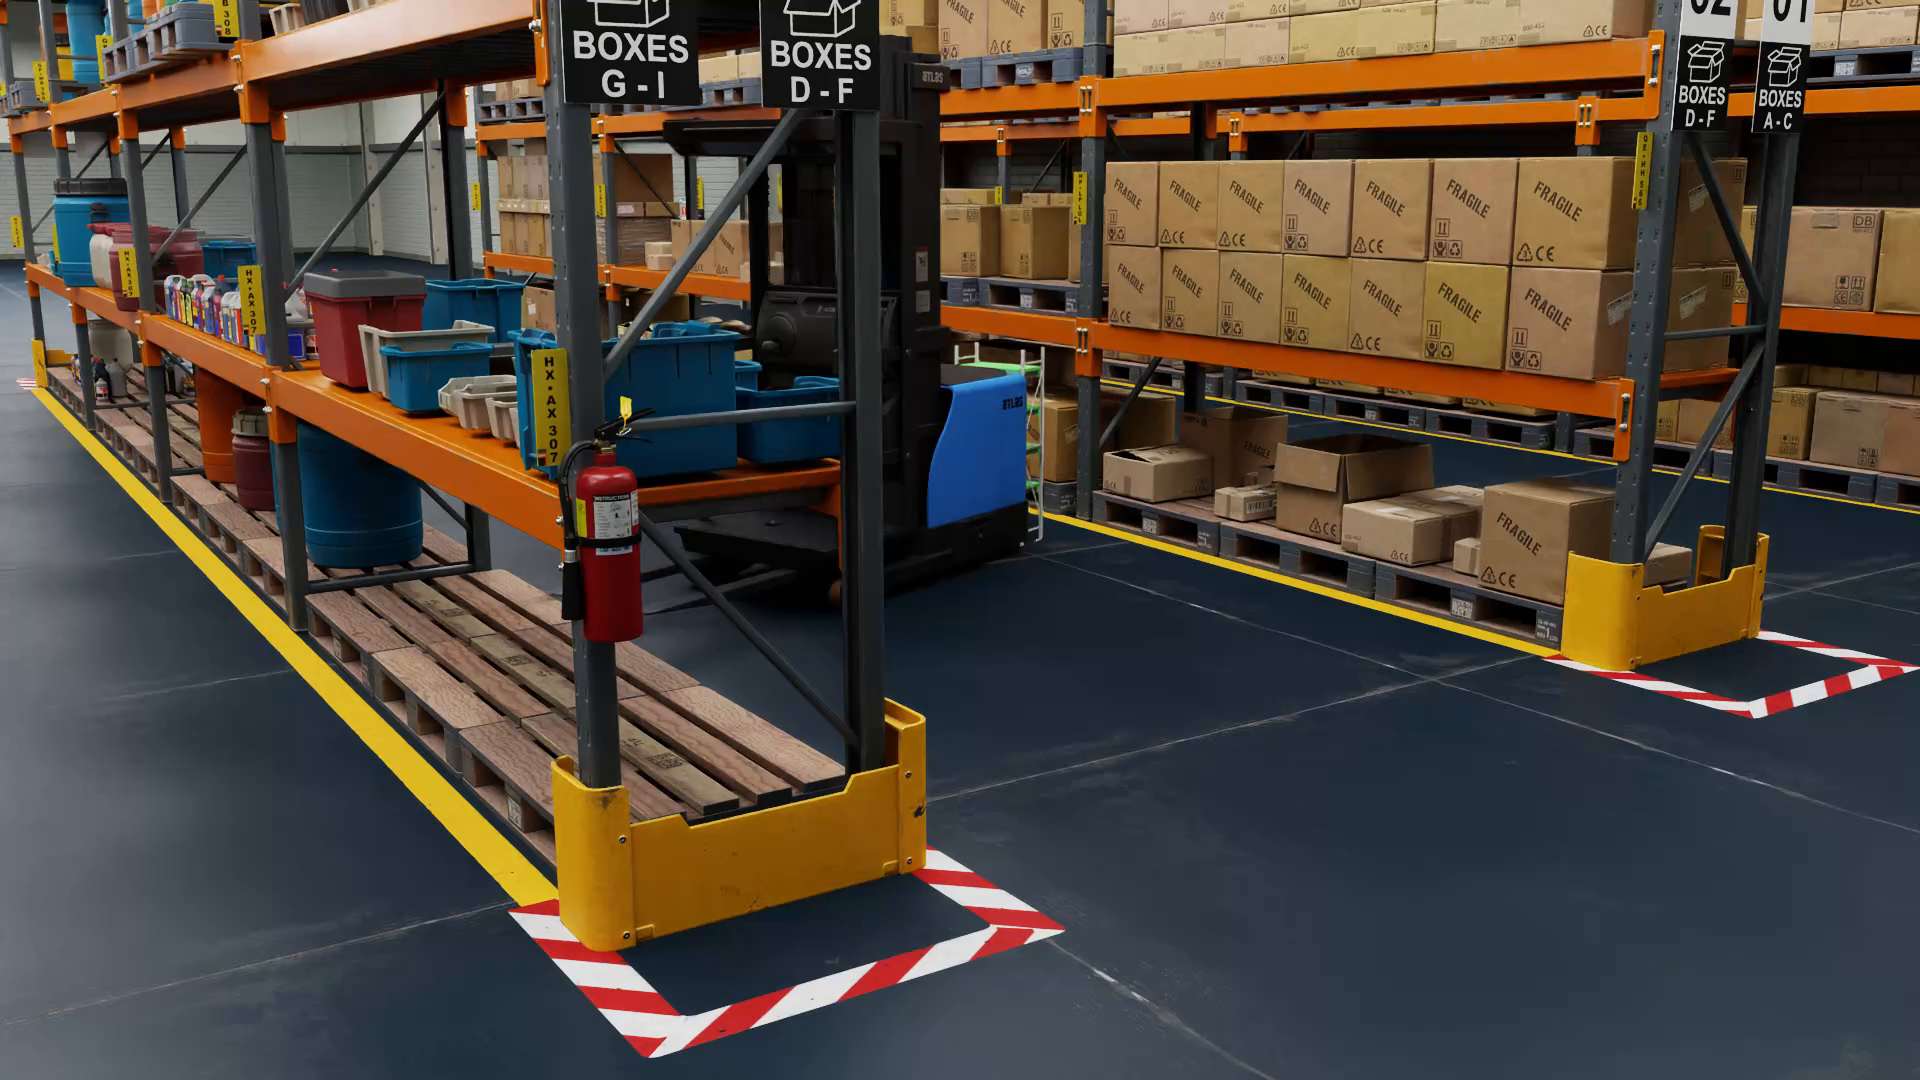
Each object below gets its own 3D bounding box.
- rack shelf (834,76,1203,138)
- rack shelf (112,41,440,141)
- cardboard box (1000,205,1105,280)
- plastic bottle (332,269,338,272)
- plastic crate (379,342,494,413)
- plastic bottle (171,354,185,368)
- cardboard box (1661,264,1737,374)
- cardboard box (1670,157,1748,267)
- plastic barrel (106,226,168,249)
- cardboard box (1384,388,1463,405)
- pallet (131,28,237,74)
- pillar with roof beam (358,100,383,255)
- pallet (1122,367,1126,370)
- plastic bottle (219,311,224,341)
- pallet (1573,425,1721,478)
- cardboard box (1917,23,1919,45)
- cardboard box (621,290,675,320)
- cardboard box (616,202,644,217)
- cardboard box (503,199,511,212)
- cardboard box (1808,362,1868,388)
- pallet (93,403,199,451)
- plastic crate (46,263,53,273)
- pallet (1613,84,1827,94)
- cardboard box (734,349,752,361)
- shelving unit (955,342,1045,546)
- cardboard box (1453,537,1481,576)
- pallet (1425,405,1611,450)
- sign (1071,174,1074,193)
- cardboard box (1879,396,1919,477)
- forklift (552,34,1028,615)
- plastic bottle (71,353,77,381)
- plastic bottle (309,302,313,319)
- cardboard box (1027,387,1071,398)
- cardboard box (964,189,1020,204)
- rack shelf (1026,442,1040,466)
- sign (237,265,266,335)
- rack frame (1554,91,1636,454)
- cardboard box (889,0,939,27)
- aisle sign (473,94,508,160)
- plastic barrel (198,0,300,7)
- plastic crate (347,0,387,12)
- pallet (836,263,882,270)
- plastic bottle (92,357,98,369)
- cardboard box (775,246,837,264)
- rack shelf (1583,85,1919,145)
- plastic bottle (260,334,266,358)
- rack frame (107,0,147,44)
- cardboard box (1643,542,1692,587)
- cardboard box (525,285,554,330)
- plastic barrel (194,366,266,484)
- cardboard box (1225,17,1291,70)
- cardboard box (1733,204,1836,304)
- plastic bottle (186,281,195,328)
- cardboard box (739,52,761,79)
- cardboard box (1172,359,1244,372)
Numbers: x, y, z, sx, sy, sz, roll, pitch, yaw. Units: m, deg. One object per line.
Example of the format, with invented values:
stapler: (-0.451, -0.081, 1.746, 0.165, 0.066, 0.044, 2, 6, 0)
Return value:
rack shelf: (0.110, -3.125, 12.292, 1.077, 0.370, 4.000, -8, 15, -33)
rack shelf: (-4.016, -2.539, 9.614, 1.077, 0.370, 4.000, -8, 15, -33)
cardboard box: (0.708, -2.135, 11.885, 0.700, 0.500, 0.500, -6, 14, -24)
plastic bottle: (-3.858, -1.499, 10.310, 0.144, 0.351, 0.185, -8, 15, -33)
plastic crate: (-2.043, -0.641, 6.521, 0.416, 0.233, 0.300, -8, 15, -33)
plastic bottle: (-7.442, -1.606, 15.854, 0.144, 0.351, 0.185, -8, 14, -31)
cardboard box: (3.408, -1.103, 8.149, 0.500, 0.500, 0.500, -8, 15, -32)
cardboard box: (3.408, -1.591, 8.042, 0.500, 0.500, 0.500, -8, 14, -31)
plastic barrel: (-6.347, -2.155, 12.877, 0.433, 0.535, 0.433, 0, 12, 0)
cardboard box: (4.376, -1.655, 14.958, 0.750, 0.750, 0.750, -8, 14, -31)
pallet: (-4.054, -2.772, 9.436, 1.003, 0.211, 1.213, -8, 15, -33)
pillar with roof beam: (-20.406, -12.111, 44.678, 9.100, 9.000, 0.548, -8, 15, -33)
pallet: (1.340, -2.164, 19.765, 1.003, 0.211, 1.213, -8, 15, -33)
plastic bottle: (-4.167, -1.241, 9.483, 0.097, 0.201, 0.097, 0, 12, 0)
pallet: (5.696, -0.735, 13.230, 1.003, 0.211, 1.213, -8, 15, -33)
cardboard box: (6.640, -3.368, 10.855, 0.500, 0.250, 0.500, -9, 15, -35)
cardboard box: (-3.495, -2.514, 18.533, 0.500, 0.500, 0.500, -8, 15, -33)
cardboard box: (-3.544, -3.467, 17.440, 0.380, 0.149, 0.250, -8, 15, -33)
cardboard box: (-5.244, -4.013, 19.939, 0.380, 0.149, 0.250, -9, 15, -34)
cardboard box: (6.477, -1.216, 12.251, 0.380, 0.149, 0.250, -8, 15, -34)
pallet: (-6.873, -0.995, 14.417, 1.003, 0.211, 1.213, -8, 15, -33)
plastic crate: (-8.451, -2.622, 15.949, 0.530, 0.136, 0.437, -8, 15, -33)
pallet: (5.784, -3.517, 12.611, 1.003, 0.211, 1.213, -8, 15, -33)
cardboard box: (-1.787, -1.658, 15.063, 0.500, 0.311, 0.500, -8, 15, -34)
shelving unit: (0.241, -0.600, 10.297, 0.503, 1.200, 0.258, 9, 15, 34)
cardboard box: (2.778, 0.075, 8.599, 0.380, 0.166, 0.250, -8, 15, -33)
pallet: (4.849, -1.008, 14.478, 1.003, 0.211, 1.213, -8, 15, -33)
sign: (1.367, -4.297, 20.279, 0.100, 0.325, 0.005, -8, 15, -33)
cardboard box: (6.807, -0.716, 11.484, 0.700, 0.500, 0.500, -8, 15, -33)
forklift: (-0.850, -1.176, 8.877, 1.130, 2.935, 3.031, 9, 15, 34)
plastic bottle: (-8.811, -1.726, 16.591, 0.097, 0.271, 0.097, 0, 12, 0)
plastic bottle: (-4.206, -1.547, 10.878, 0.097, 0.201, 0.097, 0, 12, 0)
cardboard box: (0.439, -0.792, 11.782, 0.500, 0.500, 0.500, -8, 15, -33)
cardboard box: (0.388, -4.015, 20.250, 0.500, 0.500, 0.500, -8, 15, -33)
rack shelf: (0.241, -0.538, 10.311, 0.480, 0.148, 0.258, 9, 15, 34)
sign: (-3.367, -1.140, 7.905, 0.100, 0.325, 0.005, -8, 15, -33)
rack frame: (5.340, -2.242, 13.593, 1.000, 3.000, 0.127, -8, 15, -33)
cardboard box: (-0.197, -4.109, 12.536, 0.500, 0.500, 0.500, -8, 15, -33)
aisle sign: (-5.722, -5.035, 20.278, 0.394, 0.787, 0.004, -8, 15, -33)
plastic barrel: (-3.583, -2.970, 8.478, 0.600, 0.588, 0.600, 0, 12, 0)
plastic crate: (-2.043, -2.033, 6.232, 0.437, 0.136, 0.530, -8, 15, -33)
pallet: (-0.565, -2.161, 13.669, 1.213, 0.211, 1.003, -8, 15, -33)
plastic bottle: (-8.043, -1.528, 15.497, 0.144, 0.351, 0.185, -9, 15, -36)
cardboard box: (-1.333, -2.505, 15.004, 0.500, 0.311, 0.500, -8, 15, -33)
rack shelf: (6.448, -3.000, 11.723, 1.077, 0.370, 4.000, -8, 15, -33)
plastic bottle: (-3.562, -1.080, 8.552, 0.061, 0.283, 0.133, -8, 15, -33)
rack frame: (-5.124, -4.712, 10.843, 1.000, 3.000, 0.127, -8, 15, -33)
cardboard box: (3.488, 0.119, 8.440, 0.380, 0.149, 0.250, -8, 15, -33)
cardboard box: (-4.753, -2.720, 19.475, 0.500, 0.500, 0.500, -8, 15, -33)
plastic barrel: (-4.839, -0.841, 11.282, 0.600, 0.830, 0.708, -8, 15, -33)
cardboard box: (1.831, -2.753, 9.259, 0.500, 0.250, 0.500, -8, 15, -33)
cardboard box: (6.026, -2.160, 12.515, 0.980, 0.700, 0.700, -9, 15, -34)
plastic bottle: (-4.733, -1.456, 10.272, 0.061, 0.283, 0.133, -8, 15, -33)
cardboard box: (-1.602, -4.129, 14.568, 0.500, 0.250, 0.500, -8, 14, -31)
cardboard box: (2.681, -2.069, 17.624, 0.700, 0.500, 0.500, -8, 15, -32)
